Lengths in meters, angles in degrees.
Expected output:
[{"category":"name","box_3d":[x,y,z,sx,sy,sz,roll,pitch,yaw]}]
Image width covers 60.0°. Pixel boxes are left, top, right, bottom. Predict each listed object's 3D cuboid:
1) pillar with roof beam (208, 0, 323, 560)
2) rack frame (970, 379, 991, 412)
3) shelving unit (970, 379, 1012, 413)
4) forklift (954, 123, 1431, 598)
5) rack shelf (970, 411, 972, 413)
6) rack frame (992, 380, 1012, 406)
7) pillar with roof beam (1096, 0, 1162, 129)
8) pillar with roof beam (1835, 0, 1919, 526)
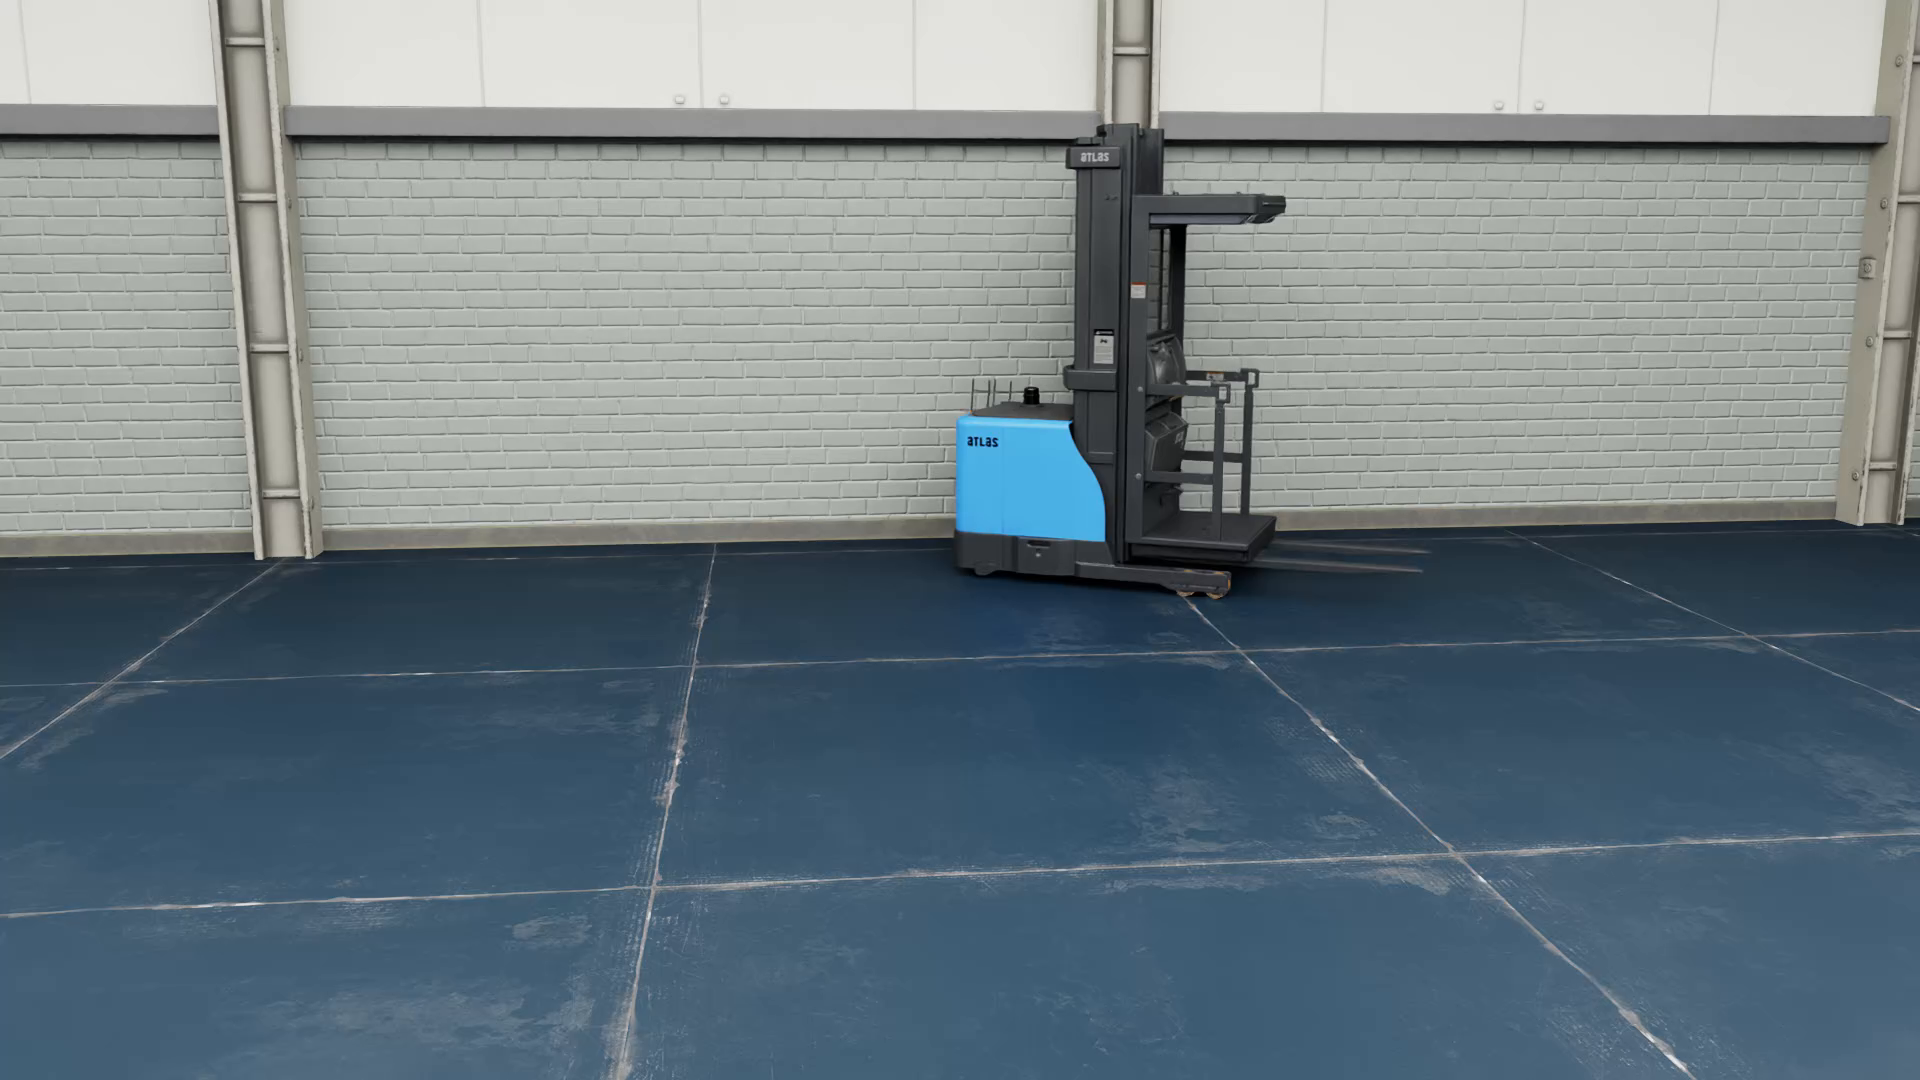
[{"category":"pillar with roof beam","box_3d":[-4.305,-3.486,6.771,0.400,9.000,9.100,-1,11,-6]},{"category":"rack frame","box_3d":[0.120,-0.560,12.034,0.006,1.200,0.240,6,5,33]},{"category":"shelving unit","box_3d":[0.196,-0.551,11.984,0.189,1.200,0.258,6,5,33]},{"category":"forklift","box_3d":[1.530,-1.185,10.797,3.031,2.935,1.130,4,12,20]},{"category":"rack shelf","box_3d":[0.215,-0.865,11.959,0.180,0.103,0.258,6,5,33]},{"category":"rack frame","box_3d":[0.273,-0.543,11.935,0.006,1.200,0.240,6,5,33]},{"category":"pillar with roof beam","box_3d":[1.660,-3.611,7.407,0.400,9.000,9.100,-1,11,-6]},{"category":"pillar with roof beam","box_3d":[7.625,-3.736,8.043,0.400,9.000,9.100,-1,11,-6]}]
